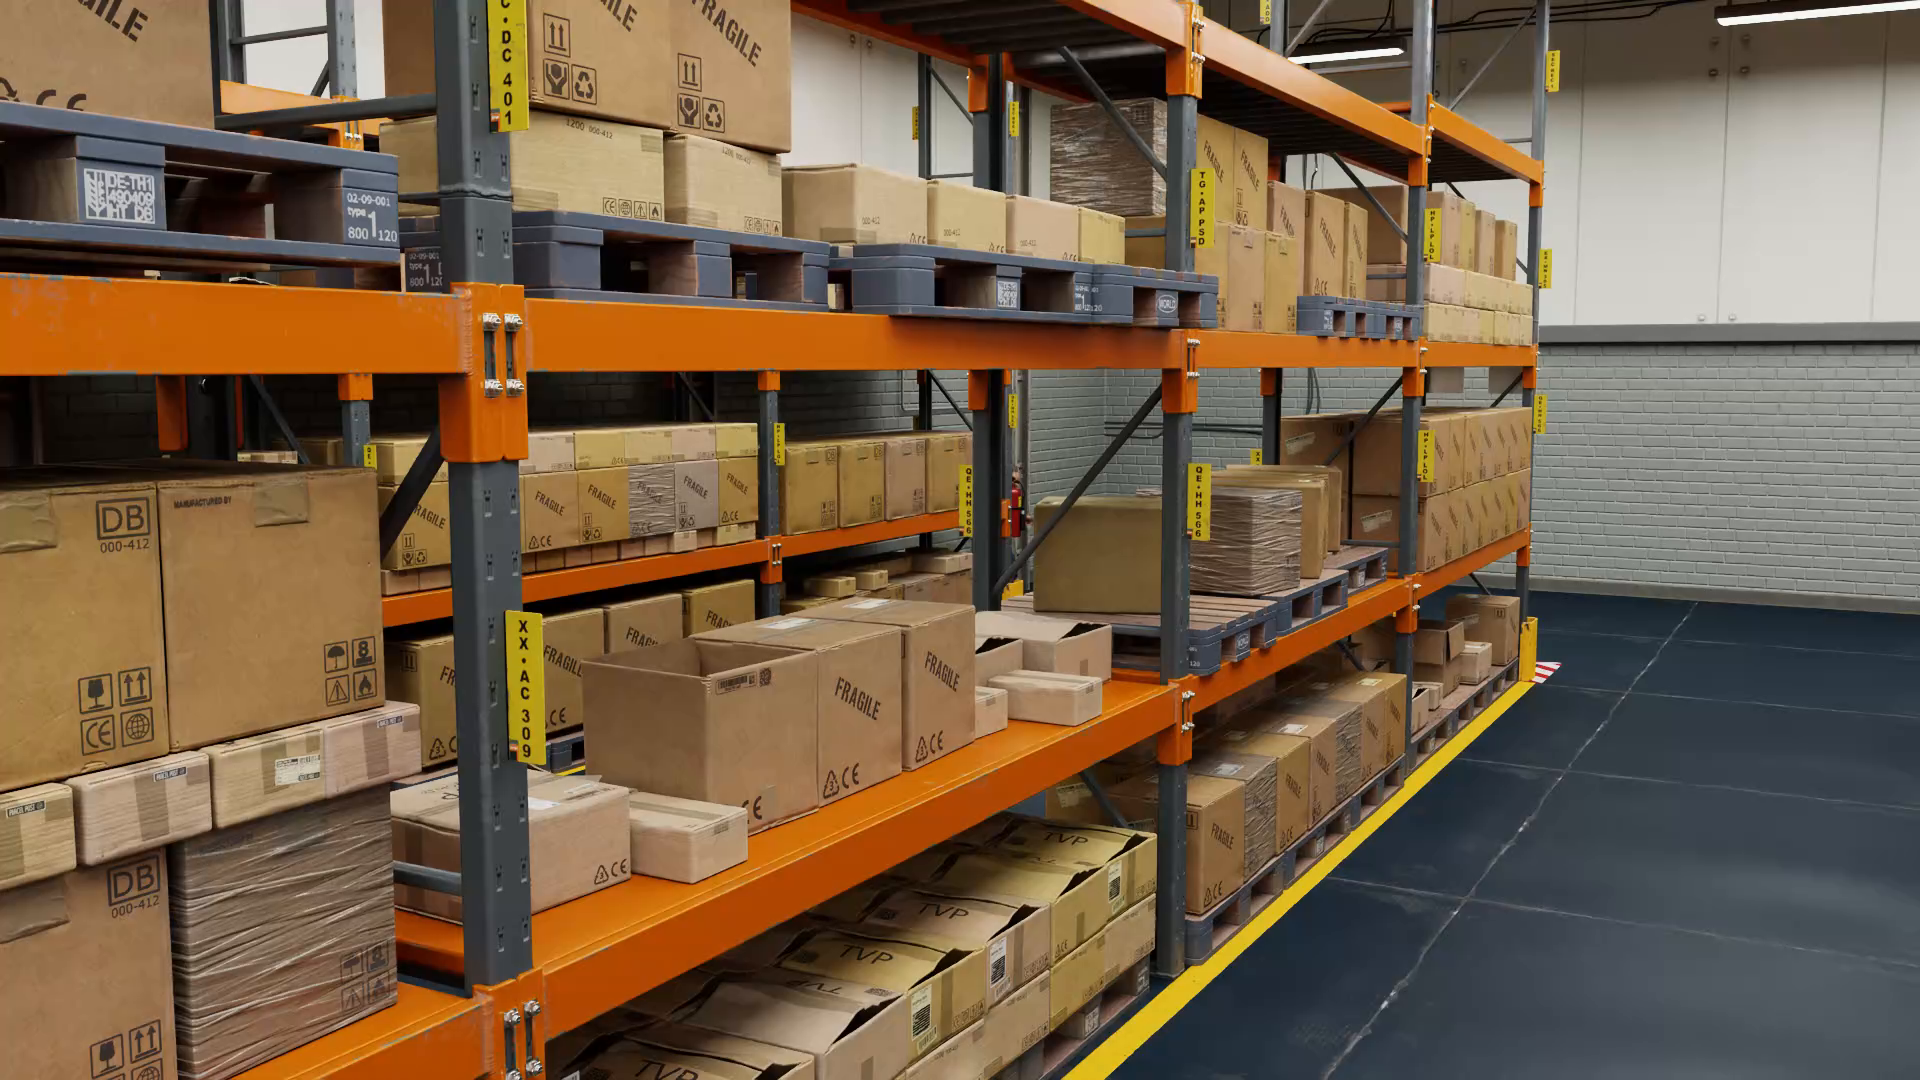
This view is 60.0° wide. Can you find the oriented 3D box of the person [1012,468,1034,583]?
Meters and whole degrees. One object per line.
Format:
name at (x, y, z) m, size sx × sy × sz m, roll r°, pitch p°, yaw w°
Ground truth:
person at (0.410, 0.013, 17.831) m, size 0.822 × 1.573 × 0.644 m, roll 0°, pitch 6°, yaw -2°
